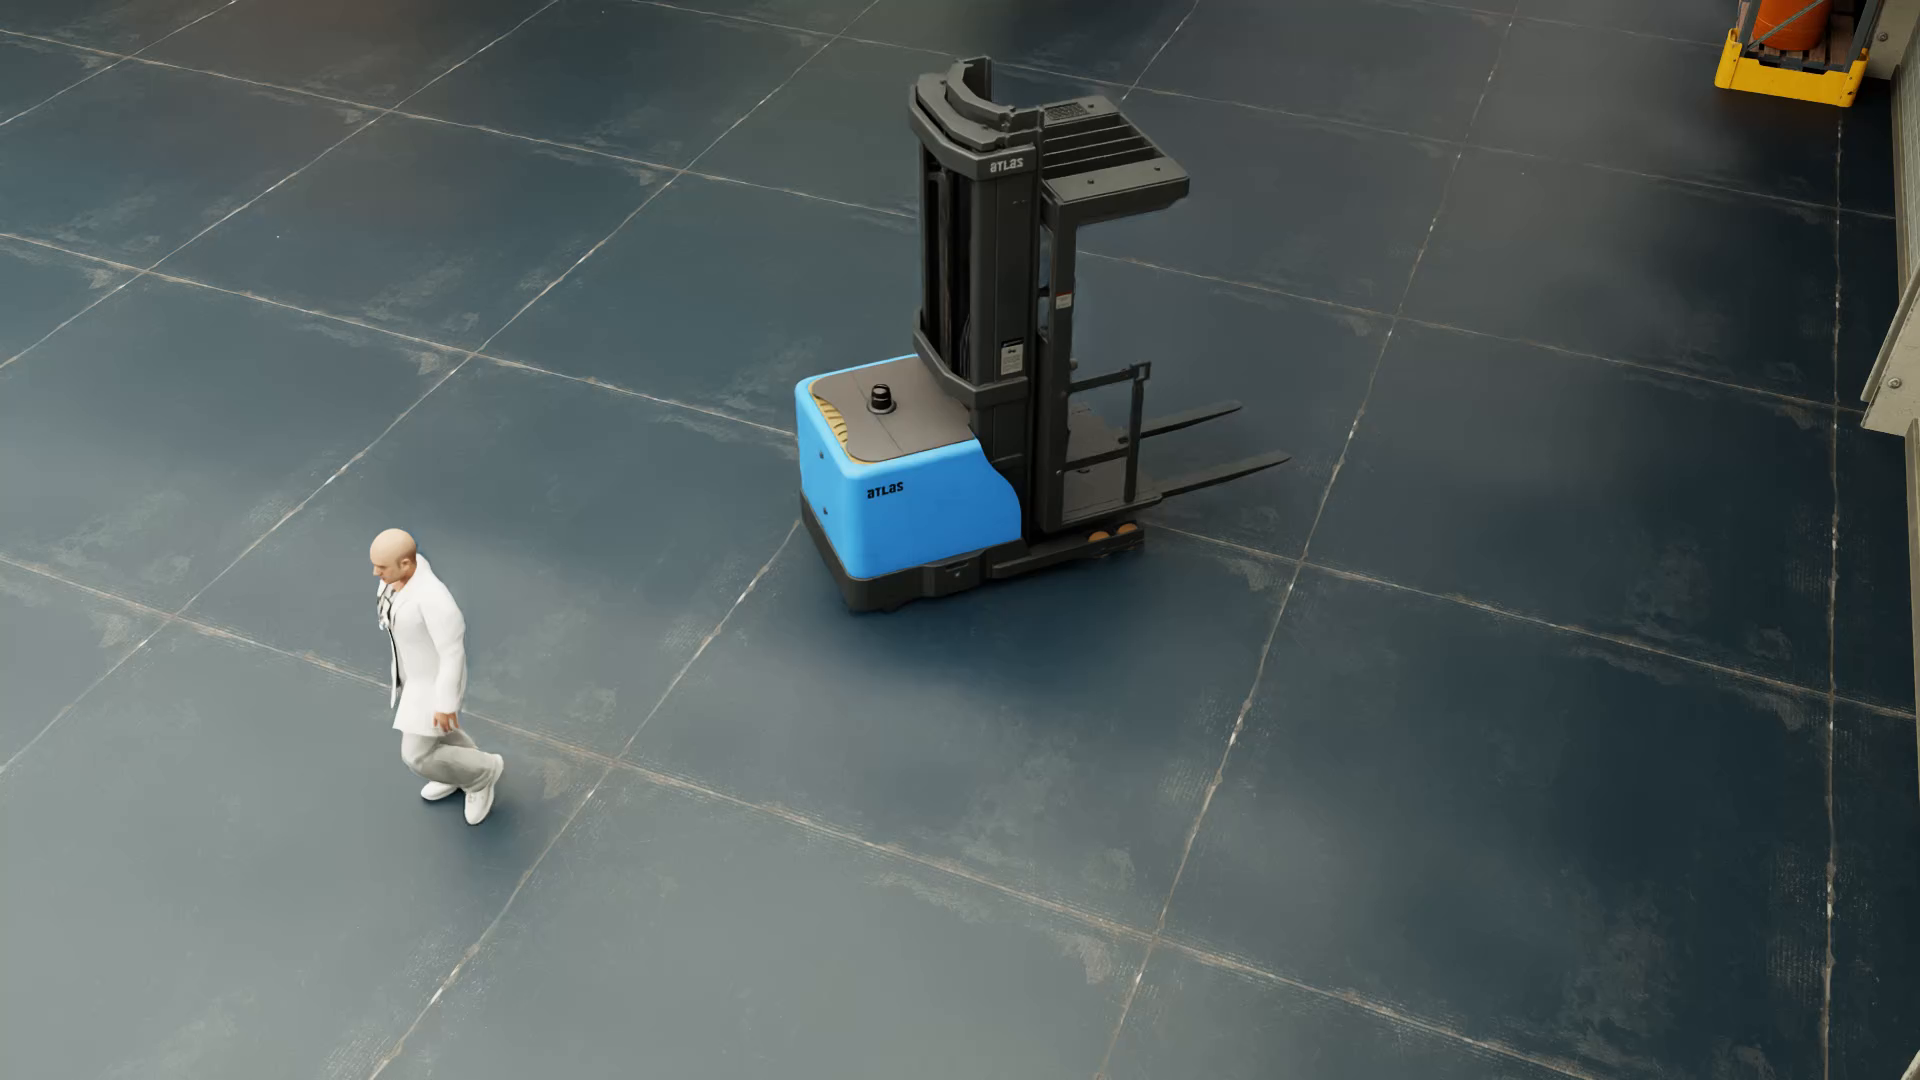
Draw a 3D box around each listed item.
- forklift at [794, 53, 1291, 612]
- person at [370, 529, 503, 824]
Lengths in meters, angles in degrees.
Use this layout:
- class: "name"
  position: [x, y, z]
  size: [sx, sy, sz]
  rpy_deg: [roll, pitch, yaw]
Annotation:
- class: "forklift"
  position: [0.584, -1.311, 9.573]
  size: [3.031, 2.935, 1.130]
  rpy_deg: [-15, 42, -17]
- class: "person"
  position: [-2.629, 0.669, 8.122]
  size: [0.478, 1.759, 0.750]
  rpy_deg: [-28, 47, -29]
